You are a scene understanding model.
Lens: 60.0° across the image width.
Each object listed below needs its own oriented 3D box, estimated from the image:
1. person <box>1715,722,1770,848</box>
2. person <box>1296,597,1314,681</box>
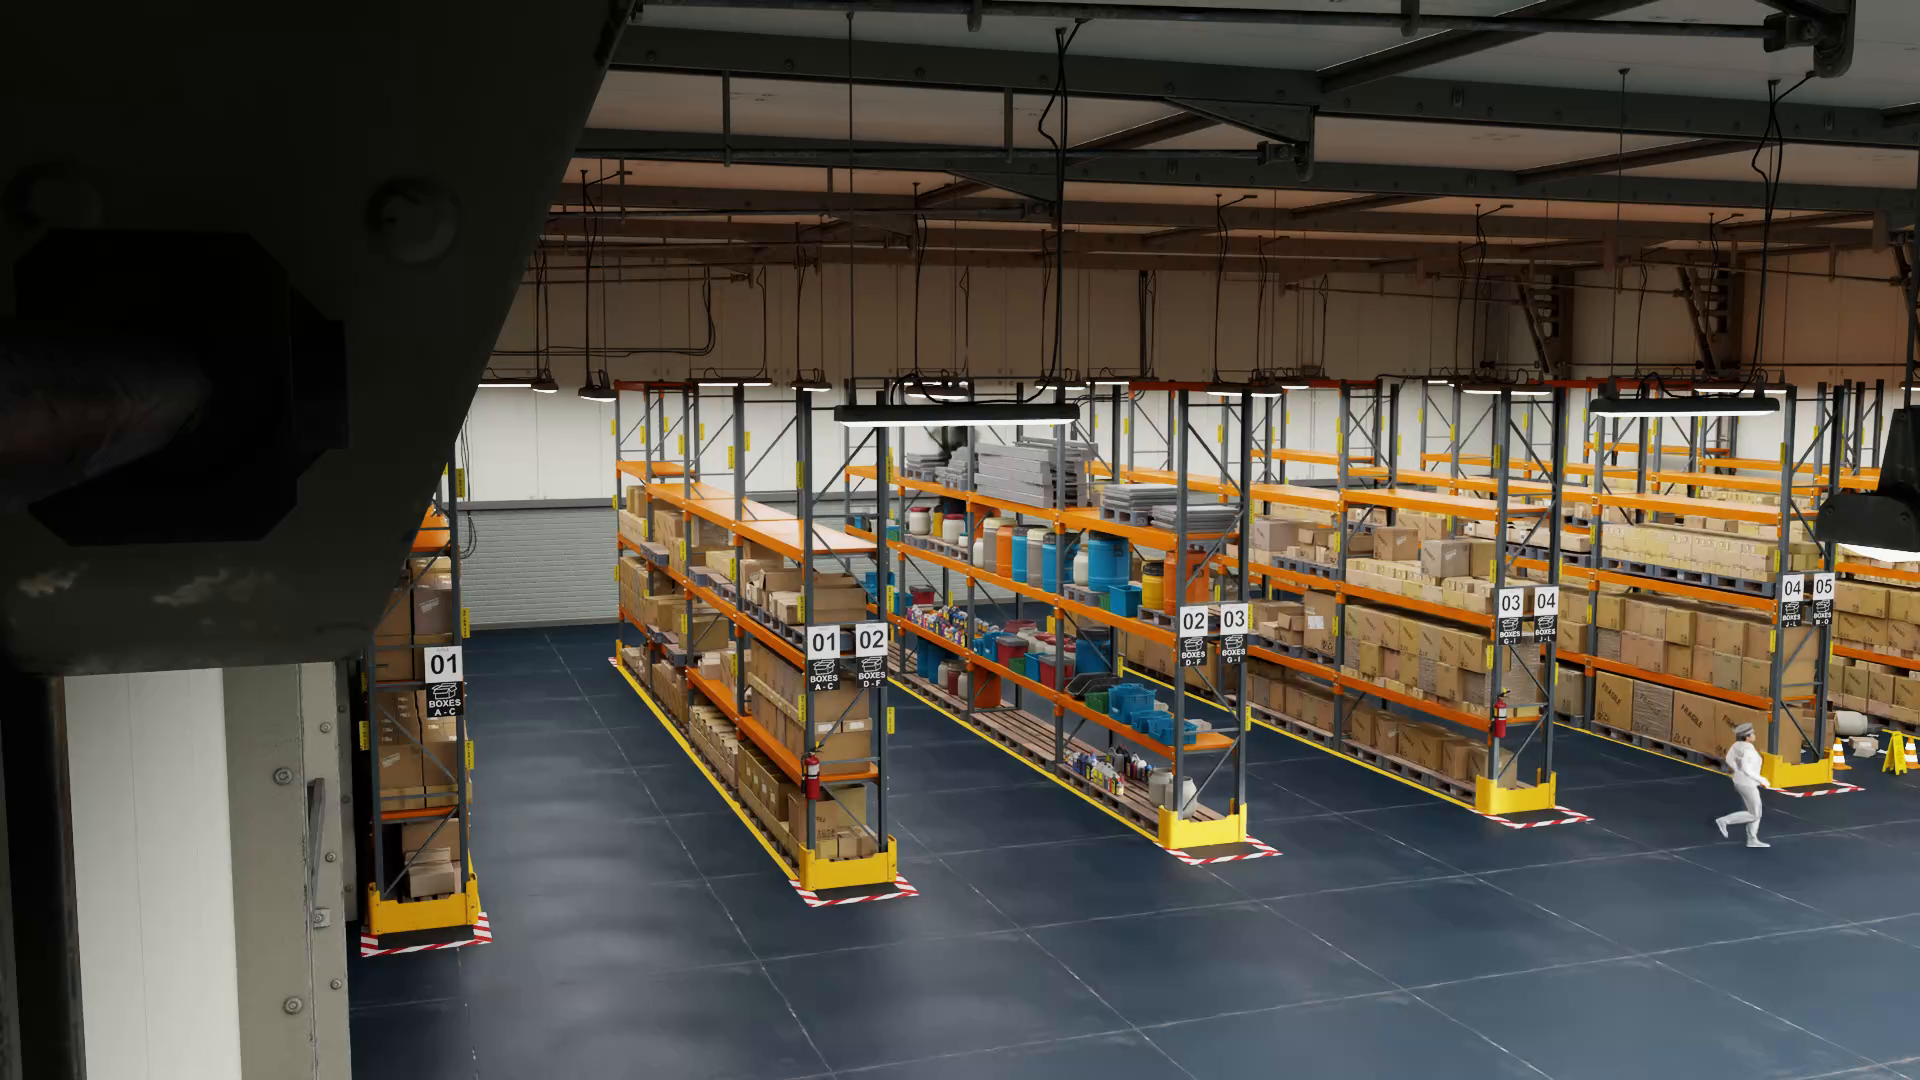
[{"bbox_3d":[10.264,3.204,21.796,0.701,1.661,0.612,1,6,7],"label":"person"},{"bbox_3d":[6.959,1.977,33.342,0.559,1.727,0.663,-3,7,-24],"label":"person"}]
